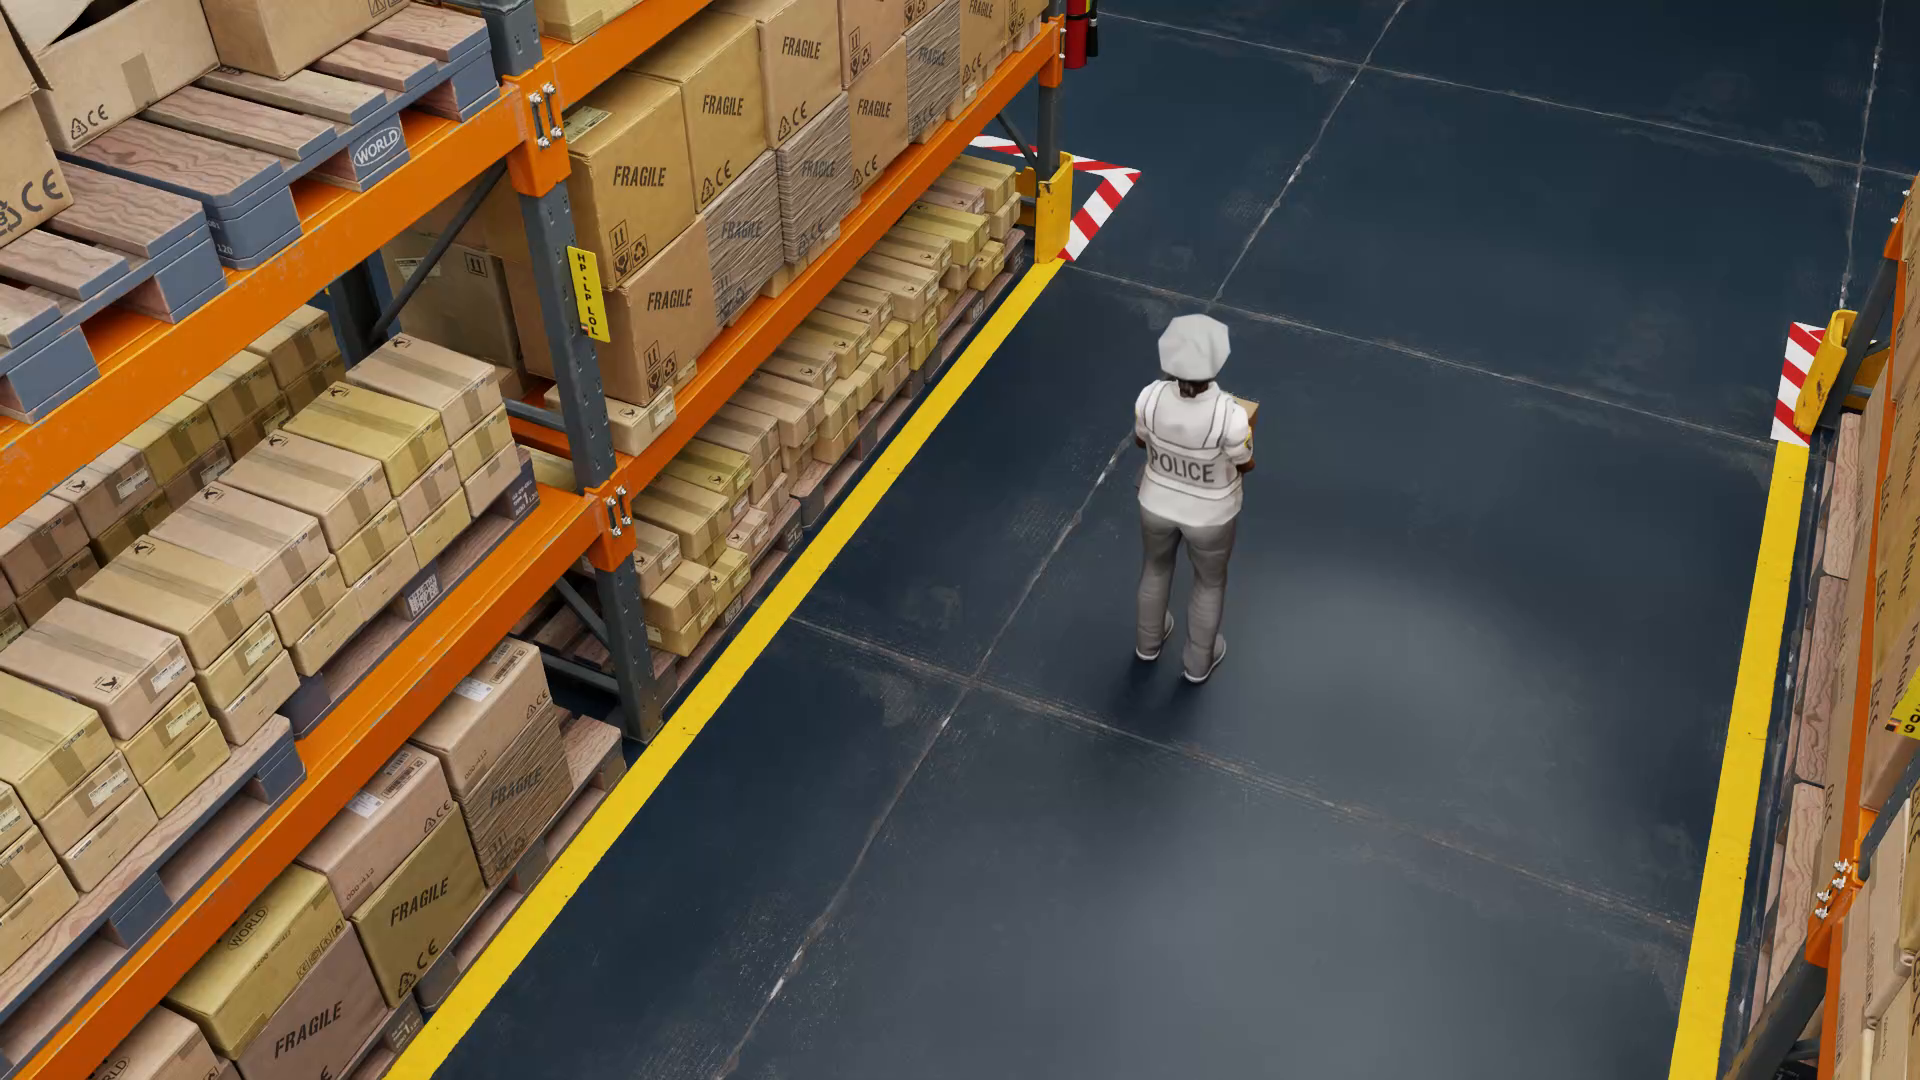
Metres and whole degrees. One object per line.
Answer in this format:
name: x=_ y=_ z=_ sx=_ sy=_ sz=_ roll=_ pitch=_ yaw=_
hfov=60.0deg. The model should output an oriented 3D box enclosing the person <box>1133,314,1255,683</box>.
person: x=0.884 y=-0.183 z=6.334 sx=0.455 sy=1.697 sz=0.530 roll=17 pitch=45 yaw=18
